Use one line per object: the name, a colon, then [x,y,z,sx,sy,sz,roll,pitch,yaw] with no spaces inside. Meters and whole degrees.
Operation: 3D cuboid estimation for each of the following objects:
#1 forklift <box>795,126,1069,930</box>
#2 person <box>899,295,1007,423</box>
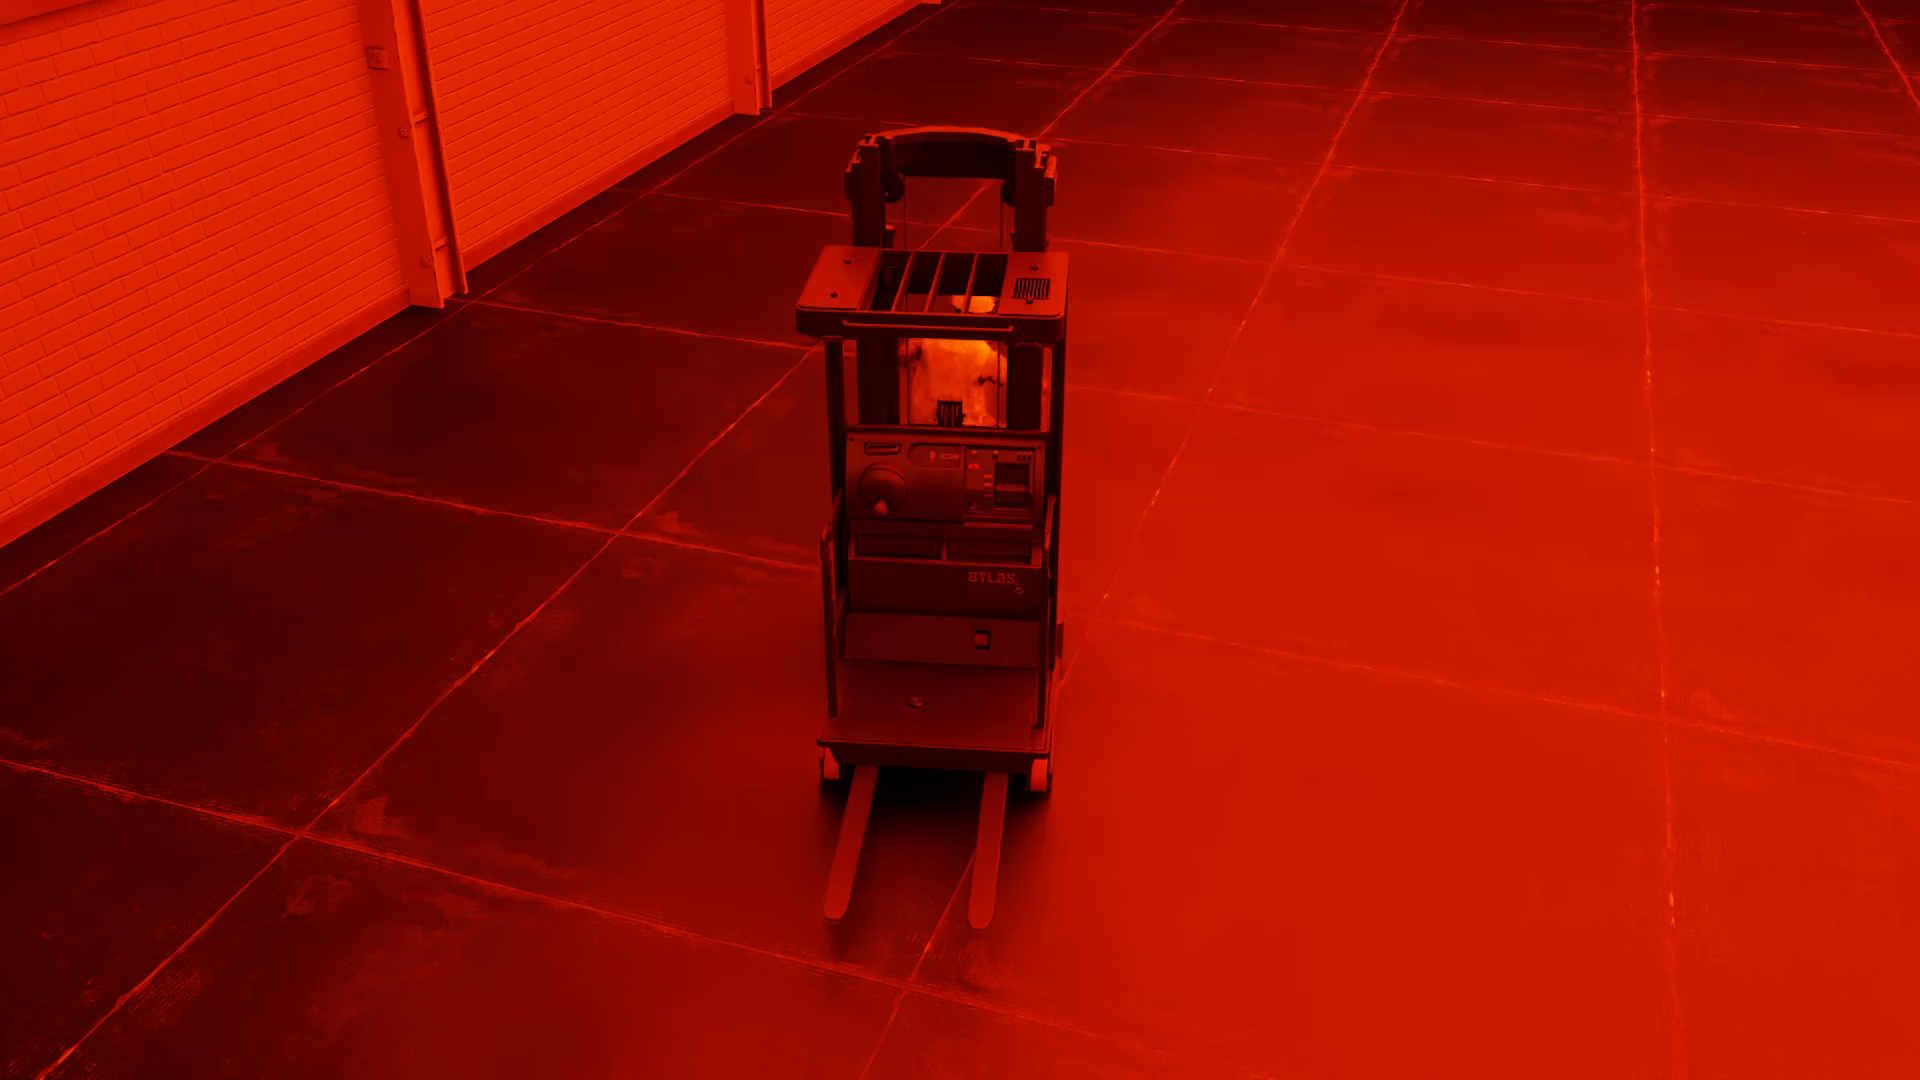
forklift: [-0.088,-0.241,7.559,1.130,2.935,3.031,3,30,5]
person: [0.054,-0.847,9.977,0.909,1.595,0.752,11,31,18]
